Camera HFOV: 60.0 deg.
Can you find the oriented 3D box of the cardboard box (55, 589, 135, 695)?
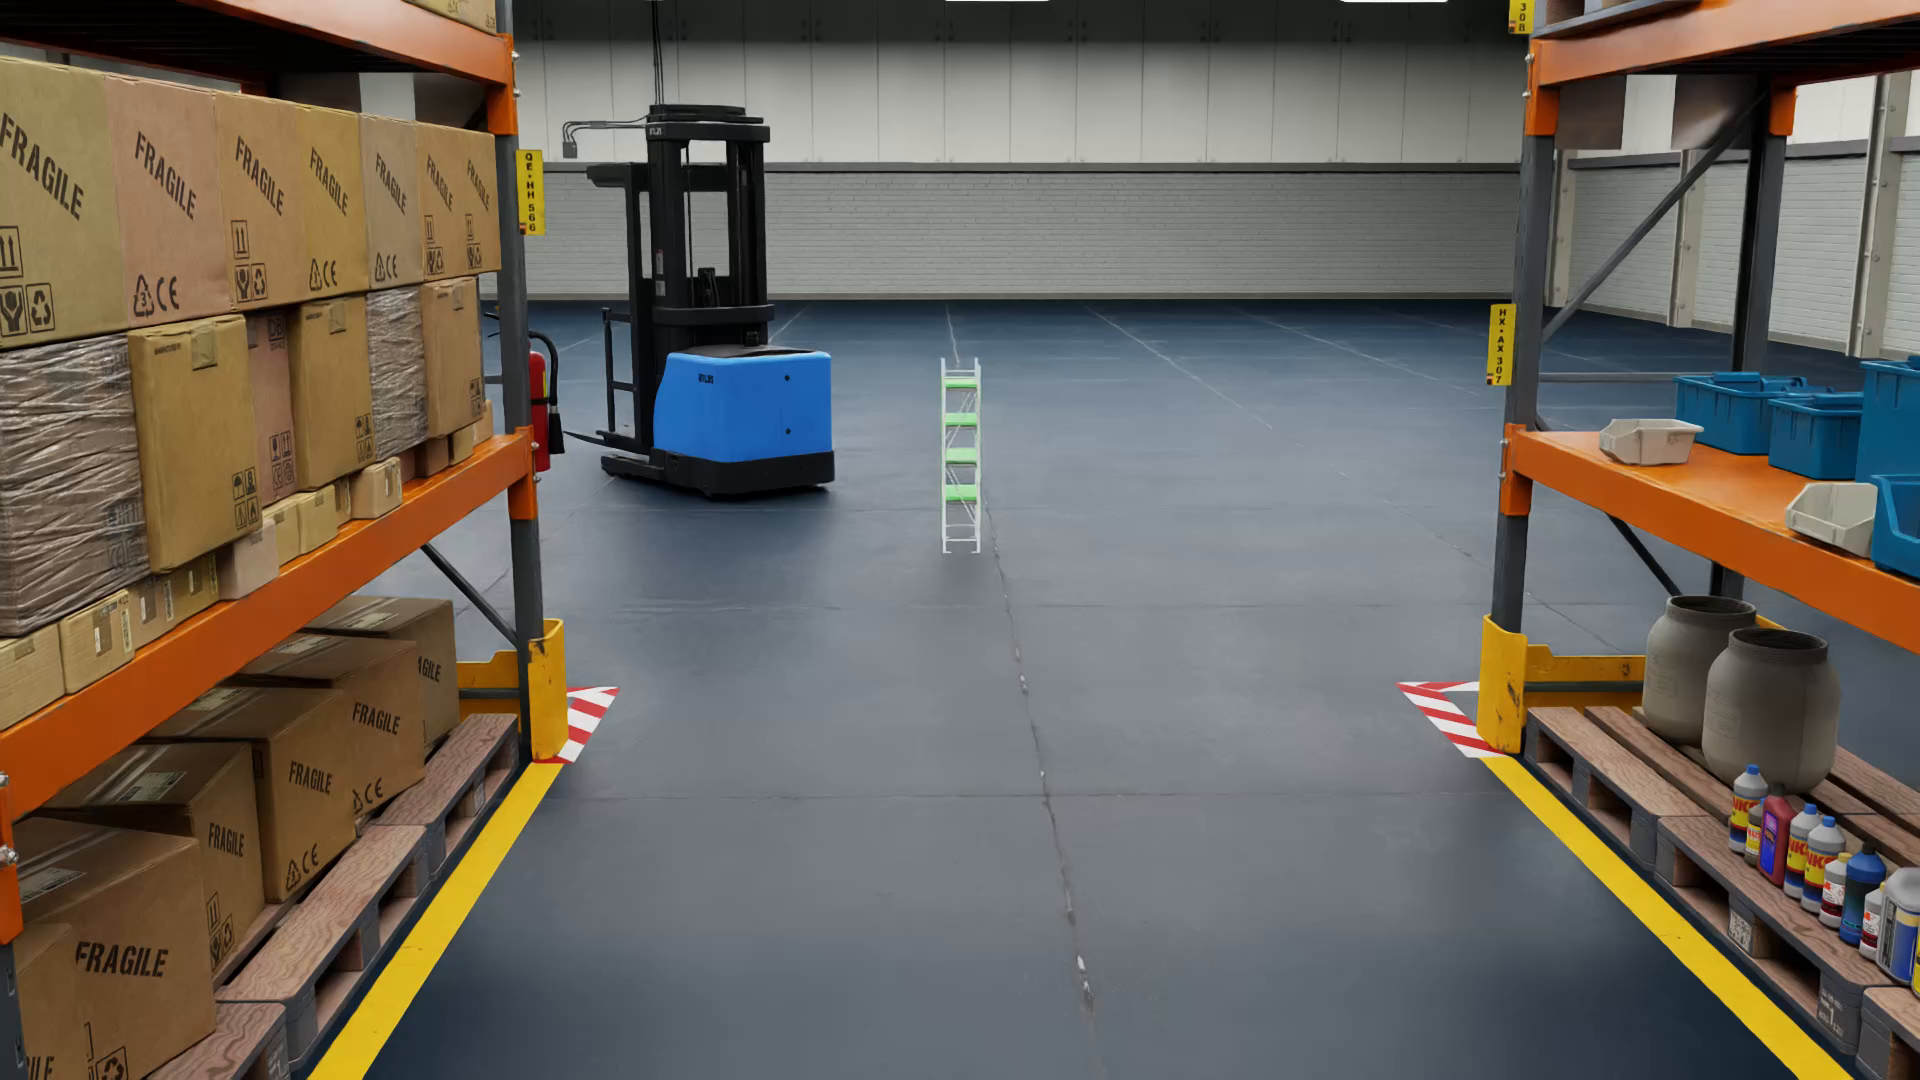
[{"bbox_3d":[-1.838,0.193,3.193,0.380,0.149,0.250,0,11,-1],"label":"cardboard box"}]

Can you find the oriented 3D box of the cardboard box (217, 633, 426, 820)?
[{"bbox_3d":[-2.182,0.631,5.635,0.500,0.500,0.500,3,12,14],"label":"cardboard box"}]

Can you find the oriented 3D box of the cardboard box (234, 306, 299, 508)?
[{"bbox_3d":[-2.175,-0.319,4.087,0.875,0.500,0.500,0,11,-1],"label":"cardboard box"}]

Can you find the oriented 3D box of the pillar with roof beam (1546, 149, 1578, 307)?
[{"bbox_3d":[8.588,-9.442,34.969,9.100,9.000,0.548,0,11,-1],"label":"pillar with roof beam"}]

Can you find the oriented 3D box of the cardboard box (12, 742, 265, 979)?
[{"bbox_3d":[-2.221,0.867,4.474,0.500,0.500,0.500,-1,12,-6],"label":"cardboard box"}]

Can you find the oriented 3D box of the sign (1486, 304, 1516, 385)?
[{"bbox_3d":[2.177,-0.786,6.691,0.100,0.325,0.005,0,11,-1],"label":"sign"}]

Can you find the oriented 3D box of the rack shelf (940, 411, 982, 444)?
[{"bbox_3d":[0.003,-0.728,10.743,0.258,0.148,0.480,0,11,-1],"label":"rack shelf"}]

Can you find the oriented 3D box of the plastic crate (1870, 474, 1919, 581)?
[{"bbox_3d":[2.516,-0.002,3.900,0.499,0.251,0.616,0,11,-1],"label":"plastic crate"}]

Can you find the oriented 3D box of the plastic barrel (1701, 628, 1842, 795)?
[{"bbox_3d":[2.828,0.592,5.797,0.421,0.512,0.421,0,11,0],"label":"plastic barrel"}]

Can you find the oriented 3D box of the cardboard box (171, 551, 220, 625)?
[{"bbox_3d":[-1.885,0.094,3.682,0.380,0.149,0.250,0,11,-1],"label":"cardboard box"}]

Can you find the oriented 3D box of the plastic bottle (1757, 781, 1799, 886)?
[{"bbox_3d":[2.440,0.871,4.947,0.061,0.283,0.133,0,11,0],"label":"plastic bottle"}]

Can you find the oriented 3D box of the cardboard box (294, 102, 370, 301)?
[{"bbox_3d":[-1.940,-0.909,4.483,0.500,0.500,0.500,0,11,-1],"label":"cardboard box"}]

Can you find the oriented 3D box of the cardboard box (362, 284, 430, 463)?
[{"bbox_3d":[-2.143,-0.518,5.068,0.875,0.500,0.500,0,11,-1],"label":"cardboard box"}]

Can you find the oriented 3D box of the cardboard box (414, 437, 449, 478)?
[{"bbox_3d":[-1.961,-0.303,5.641,0.380,0.149,0.250,0,11,-1],"label":"cardboard box"}]

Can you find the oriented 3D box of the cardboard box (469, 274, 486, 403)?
[{"bbox_3d":[-2.241,-0.716,6.047,0.875,0.500,0.500,0,11,-1],"label":"cardboard box"}]

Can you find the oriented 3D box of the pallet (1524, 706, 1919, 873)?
[{"bbox_3d":[2.787,0.892,6.133,1.003,0.211,1.213,0,11,-1],"label":"pallet"}]

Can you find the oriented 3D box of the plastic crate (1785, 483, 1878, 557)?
[{"bbox_3d":[2.523,-0.049,4.419,0.530,0.136,0.437,0,11,-1],"label":"plastic crate"}]

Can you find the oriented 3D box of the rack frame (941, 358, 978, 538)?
[{"bbox_3d":[-0.002,-0.604,11.017,0.240,1.200,0.015,0,11,-1],"label":"rack frame"}]

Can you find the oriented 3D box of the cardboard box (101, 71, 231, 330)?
[{"bbox_3d":[-1.909,-0.711,3.503,0.500,0.500,0.500,0,11,-1],"label":"cardboard box"}]

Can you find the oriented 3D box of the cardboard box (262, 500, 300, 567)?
[{"bbox_3d":[-1.896,-0.005,4.172,0.380,0.149,0.250,0,11,-1],"label":"cardboard box"}]

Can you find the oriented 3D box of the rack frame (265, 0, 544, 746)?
[{"bbox_3d":[-2.224,-0.631,6.626,1.000,3.000,0.127,0,11,-1],"label":"rack frame"}]

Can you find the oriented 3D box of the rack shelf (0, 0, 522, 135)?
[{"bbox_3d":[-2.183,-1.351,4.439,1.077,0.370,4.000,0,11,-1],"label":"rack shelf"}]

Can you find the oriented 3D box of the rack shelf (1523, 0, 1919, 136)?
[{"bbox_3d":[2.769,-1.371,4.539,1.077,0.370,4.000,0,11,-1],"label":"rack shelf"}]

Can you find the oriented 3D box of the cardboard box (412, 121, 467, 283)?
[{"bbox_3d":[-1.950,-1.108,5.463,0.500,0.500,0.500,0,11,-1],"label":"cardboard box"}]

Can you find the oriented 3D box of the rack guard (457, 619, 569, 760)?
[{"bbox_3d":[-2.223,0.609,6.800,1.175,0.500,0.348,0,11,-1],"label":"rack guard"}]

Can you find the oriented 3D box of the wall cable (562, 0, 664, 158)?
[{"bbox_3d":[-7.849,-11.624,37.170,2.305,6.003,0.169,0,11,-1],"label":"wall cable"}]

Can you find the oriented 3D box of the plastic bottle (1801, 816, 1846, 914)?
[{"bbox_3d":[2.462,0.920,4.737,0.097,0.271,0.097,0,11,0],"label":"plastic bottle"}]

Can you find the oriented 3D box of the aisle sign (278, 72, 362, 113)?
[{"bbox_3d":[-2.526,-1.916,6.422,0.394,0.787,0.004,0,11,-1],"label":"aisle sign"}]

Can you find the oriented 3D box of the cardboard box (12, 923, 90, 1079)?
[{"bbox_3d":[-2.110,1.104,3.306,0.500,0.500,0.500,-1,11,-3],"label":"cardboard box"}]

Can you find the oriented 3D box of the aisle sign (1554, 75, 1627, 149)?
[{"bbox_3d":[2.433,-1.939,6.532,0.394,0.787,0.004,0,11,-1],"label":"aisle sign"}]

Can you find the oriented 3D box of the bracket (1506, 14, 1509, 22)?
[{"bbox_3d":[12.479,-11.776,37.420,0.235,0.232,0.430,0,11,-1],"label":"bracket"}]

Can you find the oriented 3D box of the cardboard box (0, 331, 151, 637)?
[{"bbox_3d":[-2.089,-0.120,3.109,0.875,0.500,0.500,0,11,-1],"label":"cardboard box"}]

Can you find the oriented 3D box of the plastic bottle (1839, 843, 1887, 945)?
[{"bbox_3d":[2.467,0.960,4.538,0.097,0.271,0.097,0,11,0],"label":"plastic bottle"}]

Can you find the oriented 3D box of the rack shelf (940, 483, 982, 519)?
[{"bbox_3d":[0.003,-0.257,10.838,0.258,0.148,0.480,0,11,-1],"label":"rack shelf"}]

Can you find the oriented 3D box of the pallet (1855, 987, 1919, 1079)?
[{"bbox_3d":[2.838,1.377,3.743,1.003,0.211,1.213,0,11,-1],"label":"pallet"}]

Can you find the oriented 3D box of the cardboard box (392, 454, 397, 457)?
[{"bbox_3d":[-1.970,-0.204,5.151,0.380,0.149,0.250,0,11,-1],"label":"cardboard box"}]

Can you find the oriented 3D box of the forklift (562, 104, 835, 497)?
[{"bbox_3d":[-2.301,-1.995,13.520,1.130,2.935,3.031,-9,15,-38],"label":"forklift"}]

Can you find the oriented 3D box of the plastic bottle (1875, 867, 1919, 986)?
[{"bbox_3d":[2.499,1.001,4.323,0.152,0.276,0.135,0,11,0],"label":"plastic bottle"}]

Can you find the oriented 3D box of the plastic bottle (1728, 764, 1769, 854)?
[{"bbox_3d":[2.453,0.832,5.171,0.097,0.271,0.097,0,11,0],"label":"plastic bottle"}]

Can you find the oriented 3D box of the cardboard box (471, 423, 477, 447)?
[{"bbox_3d":[-2.008,-0.402,6.130,0.380,0.149,0.250,0,11,-1],"label":"cardboard box"}]

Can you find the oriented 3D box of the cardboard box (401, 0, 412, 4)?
[{"bbox_3d":[-1.945,-1.732,4.884,0.500,0.250,0.500,0,11,0],"label":"cardboard box"}]

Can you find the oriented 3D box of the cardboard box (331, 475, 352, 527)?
[{"bbox_3d":[-1.940,-0.104,4.661,0.380,0.149,0.250,0,11,-1],"label":"cardboard box"}]

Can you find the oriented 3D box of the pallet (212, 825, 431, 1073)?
[{"bbox_3d":[-2.219,1.154,4.839,1.003,0.211,1.213,0,11,-1],"label":"pallet"}]

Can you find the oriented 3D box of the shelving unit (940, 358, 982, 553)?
[{"bbox_3d":[0.003,-0.555,10.778,0.258,1.200,0.503,0,11,-1],"label":"shelving unit"}]

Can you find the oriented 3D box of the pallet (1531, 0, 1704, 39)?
[{"bbox_3d":[2.647,-1.864,5.634,1.003,0.211,1.213,0,11,-1],"label":"pallet"}]

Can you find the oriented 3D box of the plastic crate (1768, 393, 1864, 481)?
[{"bbox_3d":[3.045,-0.351,5.620,0.499,0.251,0.408,0,11,-1],"label":"plastic crate"}]

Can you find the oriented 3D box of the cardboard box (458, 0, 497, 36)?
[{"bbox_3d":[-1.961,-1.933,5.875,0.500,0.250,0.500,0,11,0],"label":"cardboard box"}]

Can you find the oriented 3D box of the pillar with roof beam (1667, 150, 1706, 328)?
[{"bbox_3d":[8.712,-8.250,29.090,9.100,9.000,0.400,0,11,-1],"label":"pillar with roof beam"}]
